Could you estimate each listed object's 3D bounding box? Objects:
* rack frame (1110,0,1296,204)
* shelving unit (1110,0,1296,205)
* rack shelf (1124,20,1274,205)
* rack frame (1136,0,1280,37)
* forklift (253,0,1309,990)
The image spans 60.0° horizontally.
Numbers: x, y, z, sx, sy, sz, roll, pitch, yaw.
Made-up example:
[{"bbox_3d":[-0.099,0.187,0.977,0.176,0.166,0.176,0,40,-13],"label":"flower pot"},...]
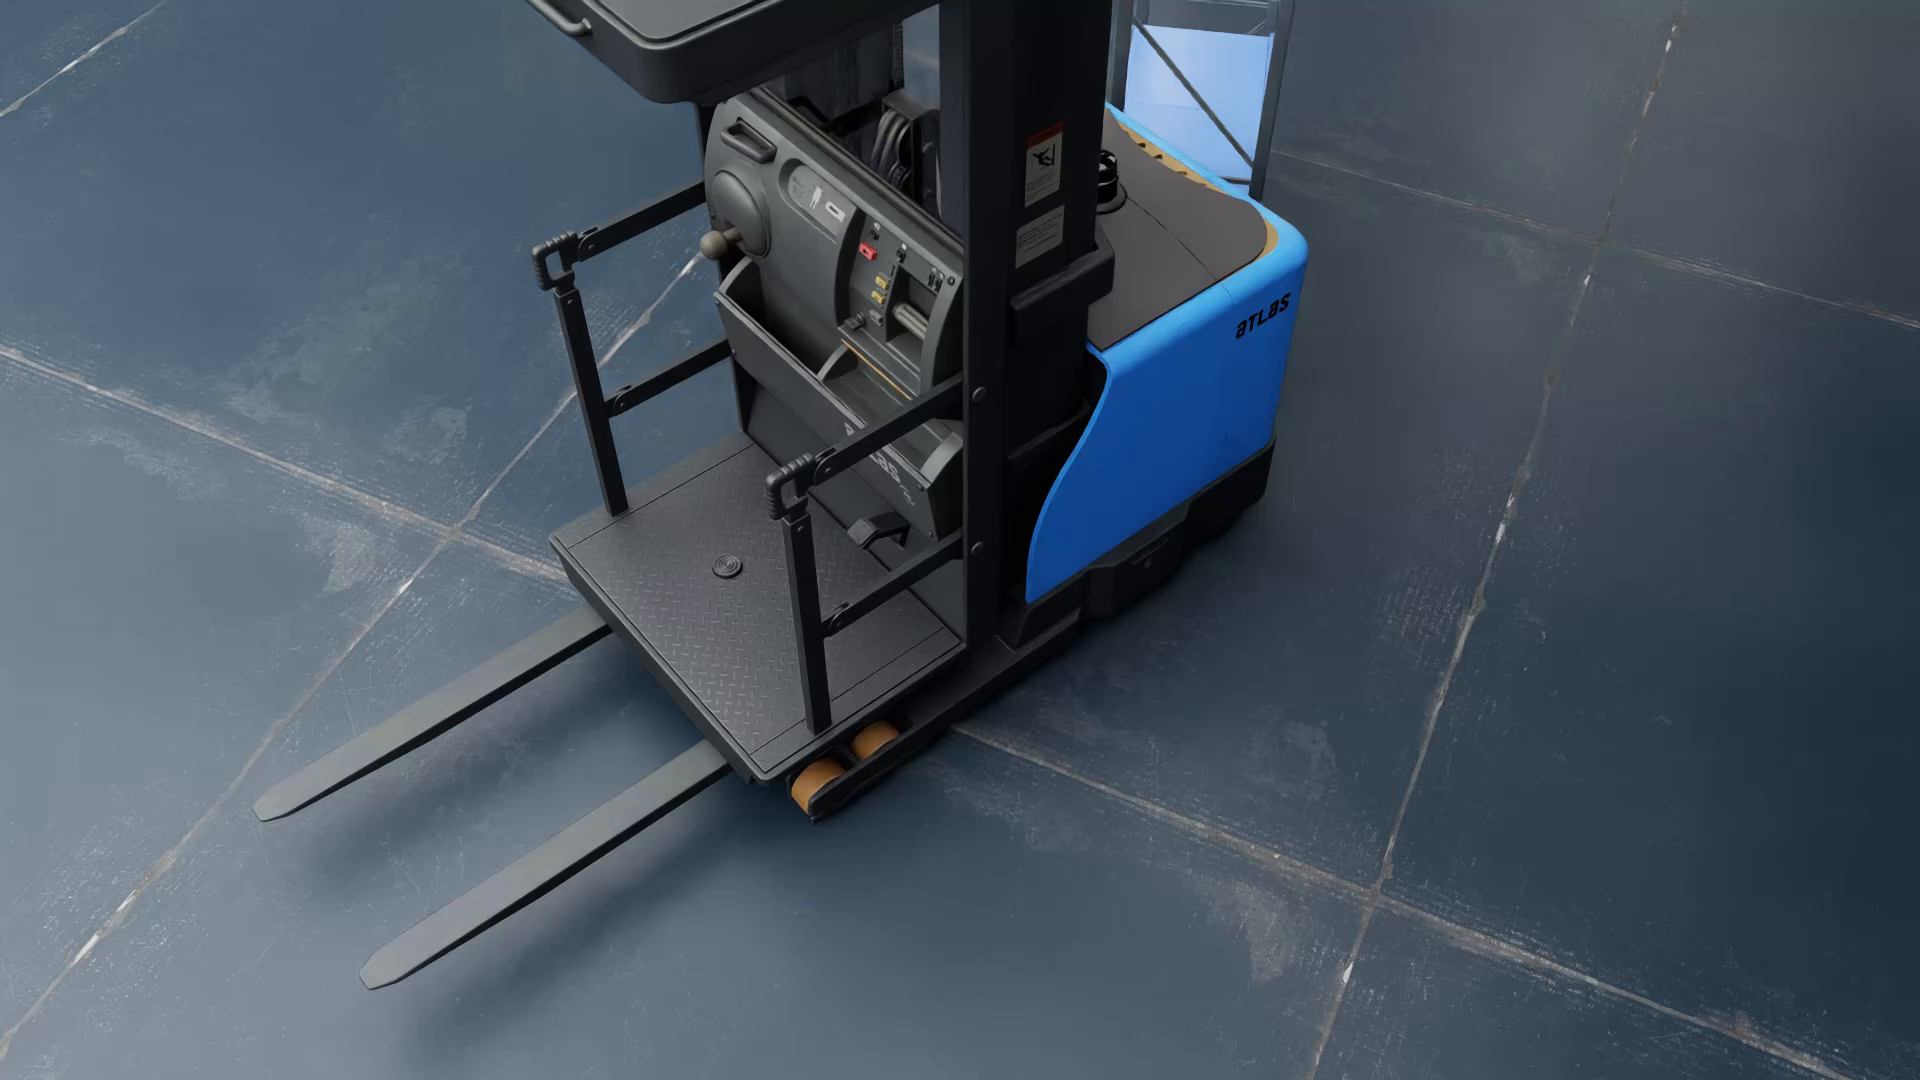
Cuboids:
[{"bbox_3d":[0.706,-1.147,5.241,0.500,1.500,0.032,8,50,6],"label":"rack frame"},{"bbox_3d":[0.794,-1.528,5.566,0.538,1.500,1.048,8,50,6],"label":"shelving unit"},{"bbox_3d":[0.794,-1.412,5.703,0.538,0.185,1.000,8,50,6],"label":"rack shelf"},{"bbox_3d":[0.881,-1.910,5.890,0.500,1.500,0.032,8,50,6],"label":"rack frame"},{"bbox_3d":[-0.481,-0.646,3.875,3.031,2.935,1.130,-32,57,-24],"label":"forklift"}]
